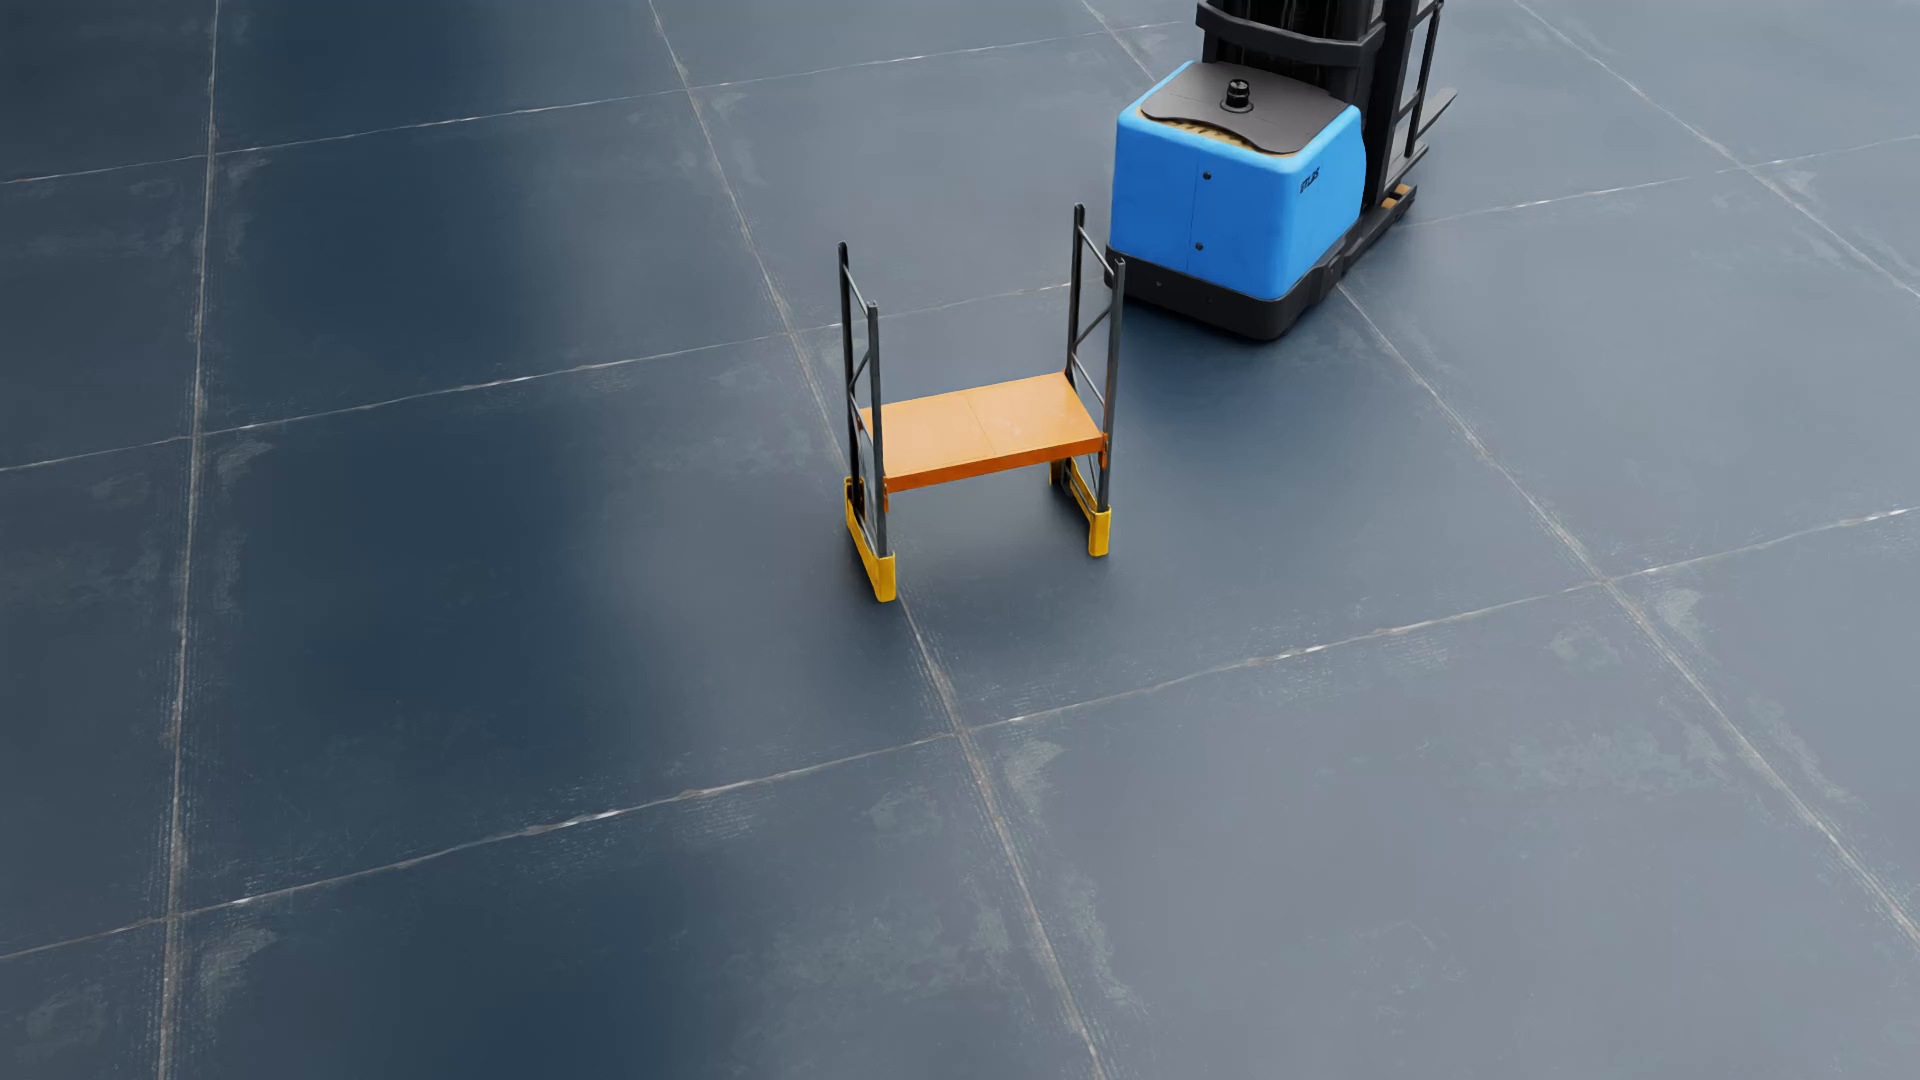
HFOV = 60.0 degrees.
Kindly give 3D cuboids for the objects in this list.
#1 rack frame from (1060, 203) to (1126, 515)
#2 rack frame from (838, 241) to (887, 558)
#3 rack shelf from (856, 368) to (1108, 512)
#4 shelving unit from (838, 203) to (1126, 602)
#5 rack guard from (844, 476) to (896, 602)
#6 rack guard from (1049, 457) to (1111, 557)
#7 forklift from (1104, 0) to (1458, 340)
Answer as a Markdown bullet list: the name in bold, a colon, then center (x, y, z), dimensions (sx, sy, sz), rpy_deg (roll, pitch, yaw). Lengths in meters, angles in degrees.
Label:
- **rack frame**: center (0.566, -0.682, 7.240), dimensions (0.032, 1.500, 0.500), rpy_deg (-12, 42, -13)
- **rack frame**: center (-0.404, -0.481, 7.010), dimensions (0.032, 1.500, 0.500), rpy_deg (-12, 42, -13)
- **rack shelf**: center (0.081, -0.446, 7.244), dimensions (1.000, 0.185, 0.538), rpy_deg (-12, 42, -13)
- **shelving unit**: center (0.073, -0.580, 7.123), dimensions (1.083, 1.500, 0.587), rpy_deg (-12, 42, -13)
- **rack guard**: center (-0.402, -0.011, 7.422), dimensions (0.087, 0.250, 0.587), rpy_deg (-12, 42, -13)
- **rack guard**: center (0.548, -0.208, 7.647), dimensions (0.087, 0.250, 0.587), rpy_deg (-12, 42, -13)
- **forklift**: center (2.028, -3.085, 8.903), dimensions (1.130, 2.935, 3.031), rpy_deg (24, 46, 25)
